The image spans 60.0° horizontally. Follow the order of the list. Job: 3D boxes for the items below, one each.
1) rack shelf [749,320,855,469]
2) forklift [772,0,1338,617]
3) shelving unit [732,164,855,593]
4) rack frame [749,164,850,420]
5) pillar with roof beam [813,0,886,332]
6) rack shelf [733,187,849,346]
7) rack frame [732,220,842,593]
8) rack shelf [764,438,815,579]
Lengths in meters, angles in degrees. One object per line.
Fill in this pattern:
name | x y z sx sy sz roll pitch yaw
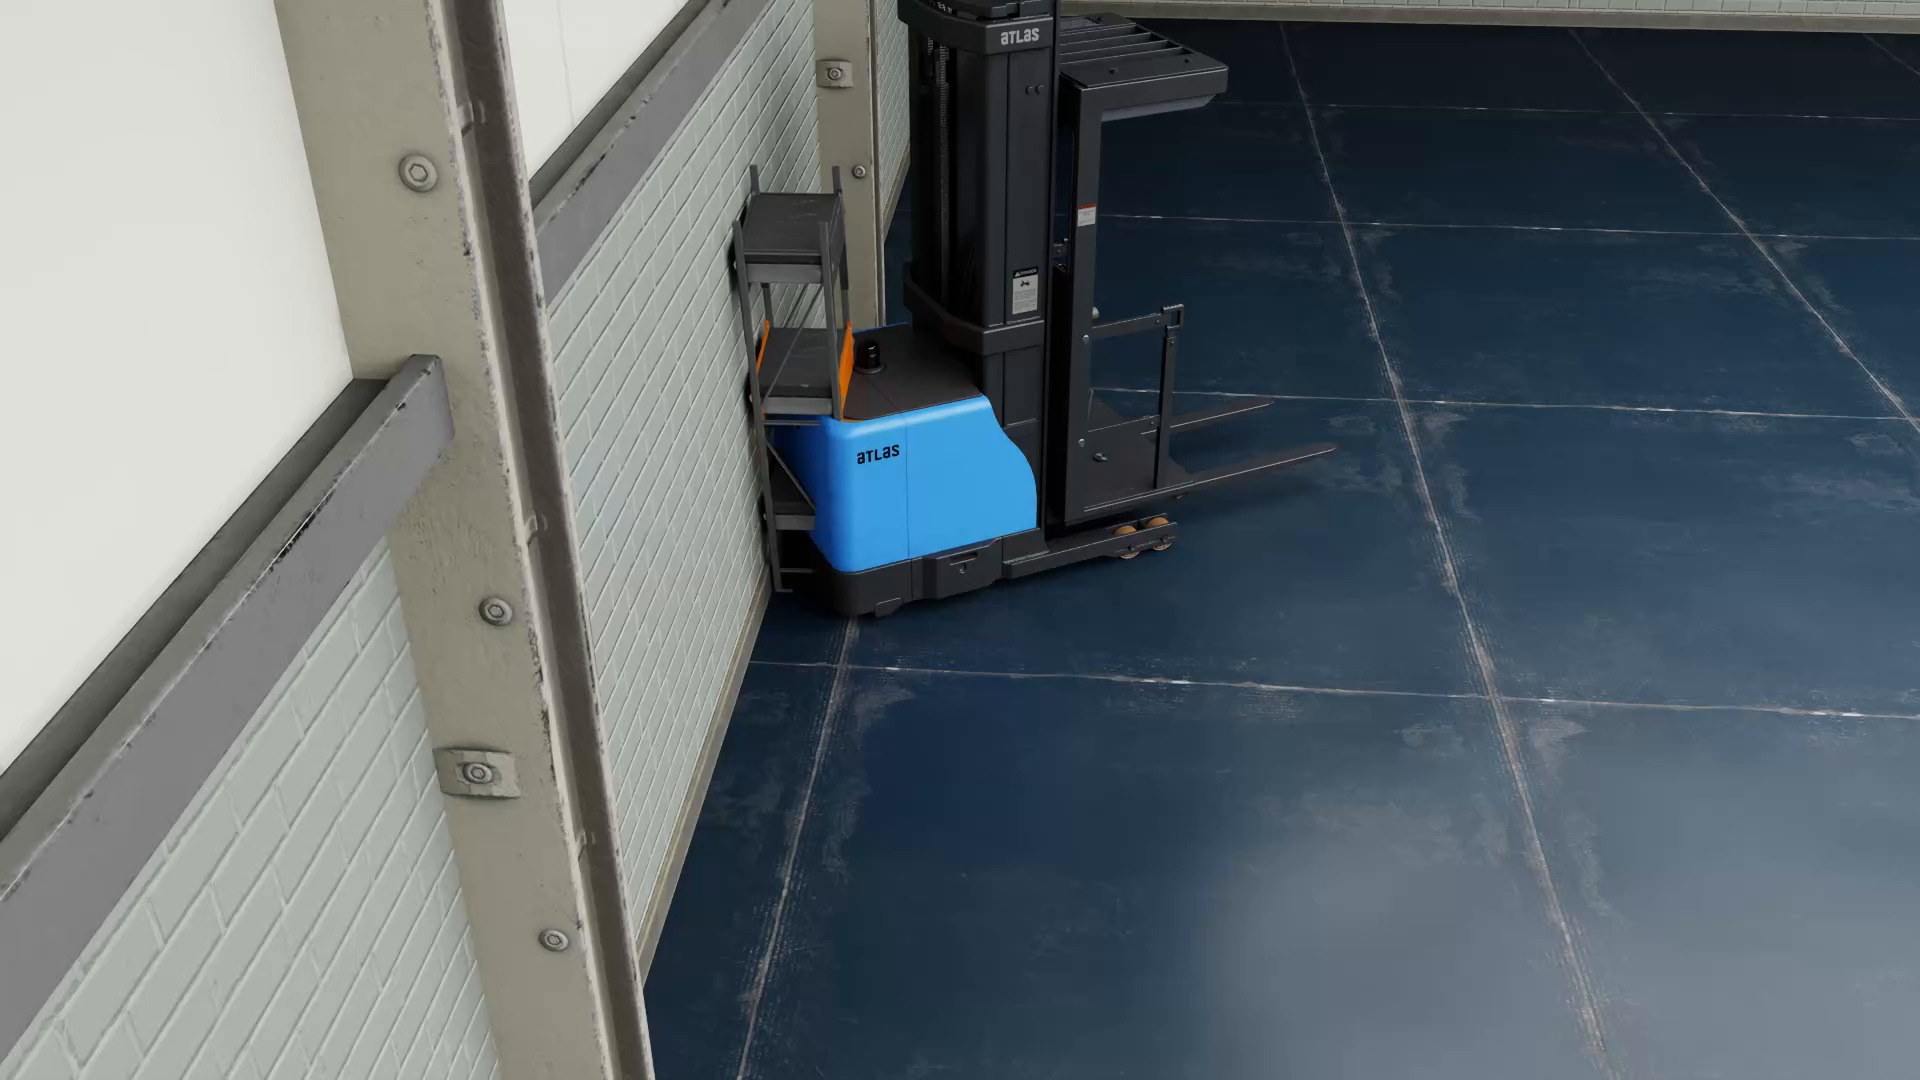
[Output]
rack shelf | -0.726 -0.682 7.827 0.431 0.518 0.480 1 41 3
forklift | 0.570 -1.388 8.209 3.031 2.935 1.130 -14 34 -21
shelving unit | -0.727 -0.693 7.818 0.431 2.100 0.503 1 41 3
rack frame | -0.713 -0.852 8.003 0.400 2.100 0.015 1 41 3
pillar with roof beam | 3.658 -4.638 7.699 9.100 9.000 0.400 2 32 4
rack shelf | -0.736 -1.212 7.370 0.431 0.518 0.480 1 41 3
rack frame | -0.740 -0.533 7.634 0.400 2.100 0.015 1 41 3
rack shelf | -0.716 -0.152 8.284 0.431 0.518 0.480 1 41 3
